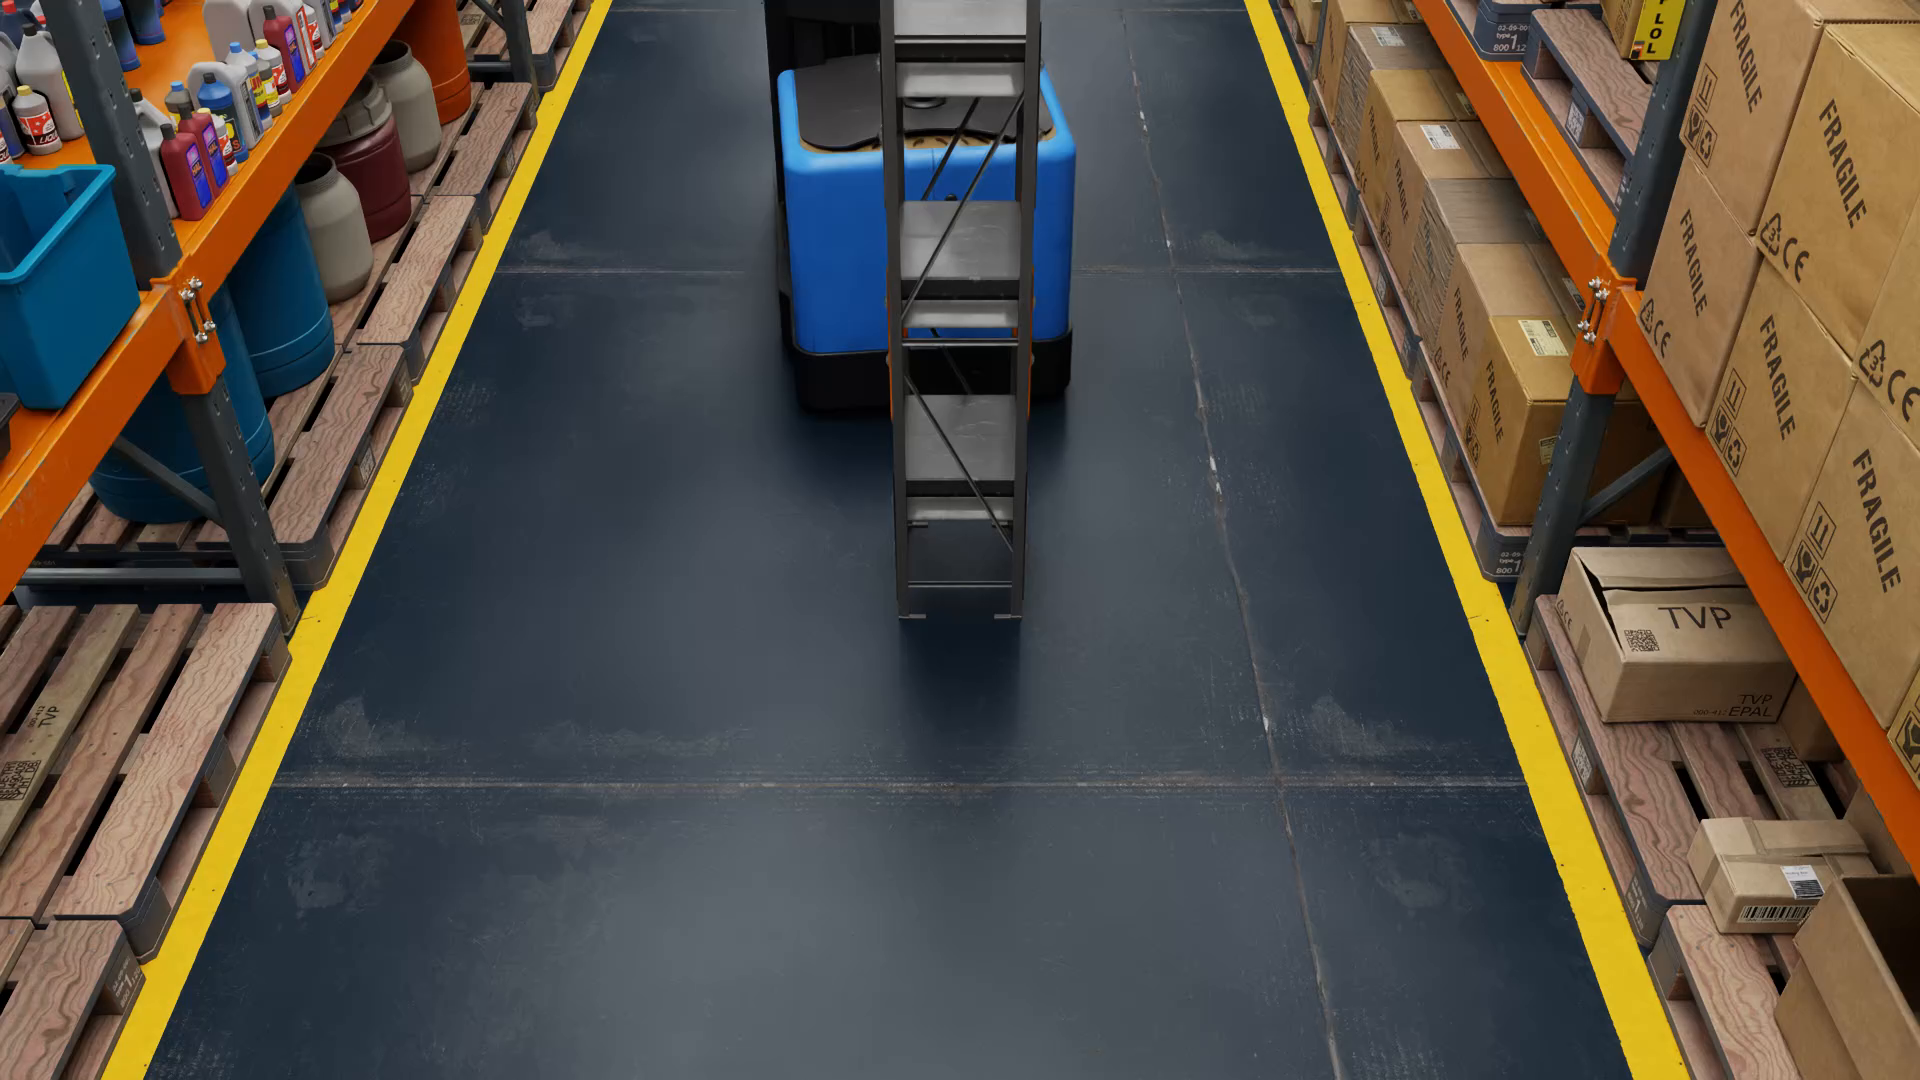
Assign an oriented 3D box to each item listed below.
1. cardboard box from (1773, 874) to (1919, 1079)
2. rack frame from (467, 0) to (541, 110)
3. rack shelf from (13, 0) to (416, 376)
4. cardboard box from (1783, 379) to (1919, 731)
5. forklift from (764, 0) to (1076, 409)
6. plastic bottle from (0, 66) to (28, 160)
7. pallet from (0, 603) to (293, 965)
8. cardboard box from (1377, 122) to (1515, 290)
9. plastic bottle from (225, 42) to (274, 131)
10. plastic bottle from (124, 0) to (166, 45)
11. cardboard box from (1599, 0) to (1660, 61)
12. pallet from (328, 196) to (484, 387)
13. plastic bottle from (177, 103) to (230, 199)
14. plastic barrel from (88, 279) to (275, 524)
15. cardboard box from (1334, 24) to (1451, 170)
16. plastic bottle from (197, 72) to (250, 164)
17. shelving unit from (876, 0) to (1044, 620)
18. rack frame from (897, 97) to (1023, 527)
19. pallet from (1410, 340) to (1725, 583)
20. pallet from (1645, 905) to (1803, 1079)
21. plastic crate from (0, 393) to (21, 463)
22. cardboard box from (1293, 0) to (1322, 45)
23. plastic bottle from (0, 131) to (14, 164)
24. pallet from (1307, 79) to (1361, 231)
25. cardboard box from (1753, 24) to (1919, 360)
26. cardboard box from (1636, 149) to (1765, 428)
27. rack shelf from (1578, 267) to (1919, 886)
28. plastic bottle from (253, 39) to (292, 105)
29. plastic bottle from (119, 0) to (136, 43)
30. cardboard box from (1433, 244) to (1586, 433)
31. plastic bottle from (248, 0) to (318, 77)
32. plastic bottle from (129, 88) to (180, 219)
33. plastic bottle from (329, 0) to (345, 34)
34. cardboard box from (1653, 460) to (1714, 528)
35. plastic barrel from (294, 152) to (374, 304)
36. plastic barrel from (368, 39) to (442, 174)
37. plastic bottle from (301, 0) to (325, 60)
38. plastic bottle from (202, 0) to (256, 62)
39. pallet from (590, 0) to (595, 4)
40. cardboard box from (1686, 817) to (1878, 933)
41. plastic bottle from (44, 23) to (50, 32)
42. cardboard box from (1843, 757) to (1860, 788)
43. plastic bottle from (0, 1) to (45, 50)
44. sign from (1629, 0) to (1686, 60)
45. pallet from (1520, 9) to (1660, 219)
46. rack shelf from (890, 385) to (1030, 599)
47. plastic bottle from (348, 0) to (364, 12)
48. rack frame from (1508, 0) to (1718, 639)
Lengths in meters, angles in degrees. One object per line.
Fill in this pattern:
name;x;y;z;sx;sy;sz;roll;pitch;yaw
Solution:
cardboard box;2.304;1.085;3.642;0.797;0.503;0.637;0;39;0
rack frame;-2.662;-3.393;7.585;1.000;3.000;0.127;0;39;0
rack shelf;-2.659;-1.861;6.249;1.077;0.370;4.000;0;39;0
cardboard box;2.027;0.020;3.246;0.500;0.500;0.500;0;39;0
forklift;-0.263;-2.549;6.587;1.130;2.935;3.031;-4;39;-5
plastic bottle;-2.981;-1.318;5.095;0.152;0.276;0.135;0;39;0
pallet;-2.617;0.656;4.762;1.003;0.211;1.213;0;39;0
cardboard box;2.014;-1.338;6.668;0.500;0.500;0.500;-1;39;-2
plastic bottle;-2.250;-1.432;5.242;0.097;0.271;0.097;0;39;0
plastic bottle;-2.857;-1.872;5.791;0.097;0.271;0.097;0;39;0
cardboard box;2.455;-1.822;5.209;0.700;0.500;0.500;6;39;7
pallet;-2.620;-1.051;6.892;1.003;0.211;1.213;0;39;0
plastic bottle;-2.231;-1.159;4.891;0.061;0.283;0.133;0;39;0
plastic barrel;-2.641;-0.577;5.413;0.600;0.901;0.708;0;39;0
cardboard box;2.013;-1.978;7.467;0.500;0.500;0.500;-1;39;-2
plastic bottle;-2.249;-1.287;5.061;0.097;0.271;0.097;0;39;0
shelving unit;0.000;-0.716;4.964;0.431;2.100;0.503;0;39;0
rack frame;0.000;-0.868;5.155;0.400;2.100;0.015;0;39;0
pallet;2.258;-0.313;5.972;1.003;0.211;1.213;0;39;0
pallet;2.301;1.390;3.847;1.003;0.211;1.213;0;39;0
plastic crate;-2.387;-0.108;3.658;0.437;0.125;0.590;0;39;0
cardboard box;2.047;-2.814;8.726;0.500;0.250;0.500;1;39;1
plastic bottle;-2.947;-1.216;5.028;0.097;0.201;0.097;0;39;0
pallet;2.255;-1.839;7.876;1.003;0.211;1.213;0;39;0
cardboard box;2.017;-0.704;3.351;0.500;0.500;0.500;-1;39;-1
cardboard box;2.025;-0.613;4.036;0.500;0.500;0.500;1;39;1
rack shelf;2.299;0.639;3.130;1.077;0.370;4.000;0;39;0
plastic bottle;-2.250;-1.527;5.415;0.097;0.201;0.097;0;39;0
plastic bottle;-2.982;-1.862;5.774;0.152;0.276;0.135;0;39;0
cardboard box;2.017;-0.707;5.880;0.500;0.500;0.500;0;39;0
plastic bottle;-2.278;-1.712;5.587;0.152;0.276;0.135;0;39;0
plastic bottle;-2.333;-1.118;4.786;0.144;0.351;0.185;0;39;0
plastic bottle;-2.251;-1.928;5.860;0.097;0.271;0.097;0;39;0
cardboard box;2.540;-0.392;5.487;0.500;0.500;0.500;-2;39;-2
plastic barrel;-2.553;-1.221;6.528;0.421;0.512;0.421;0;39;0
plastic barrel;-2.554;-1.927;7.410;0.421;0.512;0.421;0;39;0
plastic bottle;-2.250;-1.755;5.701;0.097;0.201;0.097;0;39;0
plastic bottle;-2.430;-1.712;5.587;0.152;0.276;0.135;0;39;0
pallet;-2.622;-3.550;10.011;1.003;0.211;1.213;0;39;0
cardboard box;2.092;0.845;4.211;0.380;0.166;0.250;0;39;0
plastic bottle;-2.841;-1.563;5.341;0.144;0.351;0.185;0;39;0
cardboard box;2.641;0.639;4.482;0.380;0.149;0.250;0;39;0
plastic bottle;-2.985;-1.562;5.340;0.144;0.351;0.185;0;39;0
sign;1.741;-1.342;4.100;0.100;0.325;0.005;0;39;0
pallet;2.405;-1.318;5.149;1.003;0.211;1.213;0;39;0
rack shelf;0.000;-0.159;5.410;0.431;0.518;0.480;0;39;0
plastic bottle;-2.274;-2.108;6.021;0.144;0.351;0.185;0;39;0
rack frame;2.296;-0.893;4.465;1.000;3.000;0.127;0;39;0
